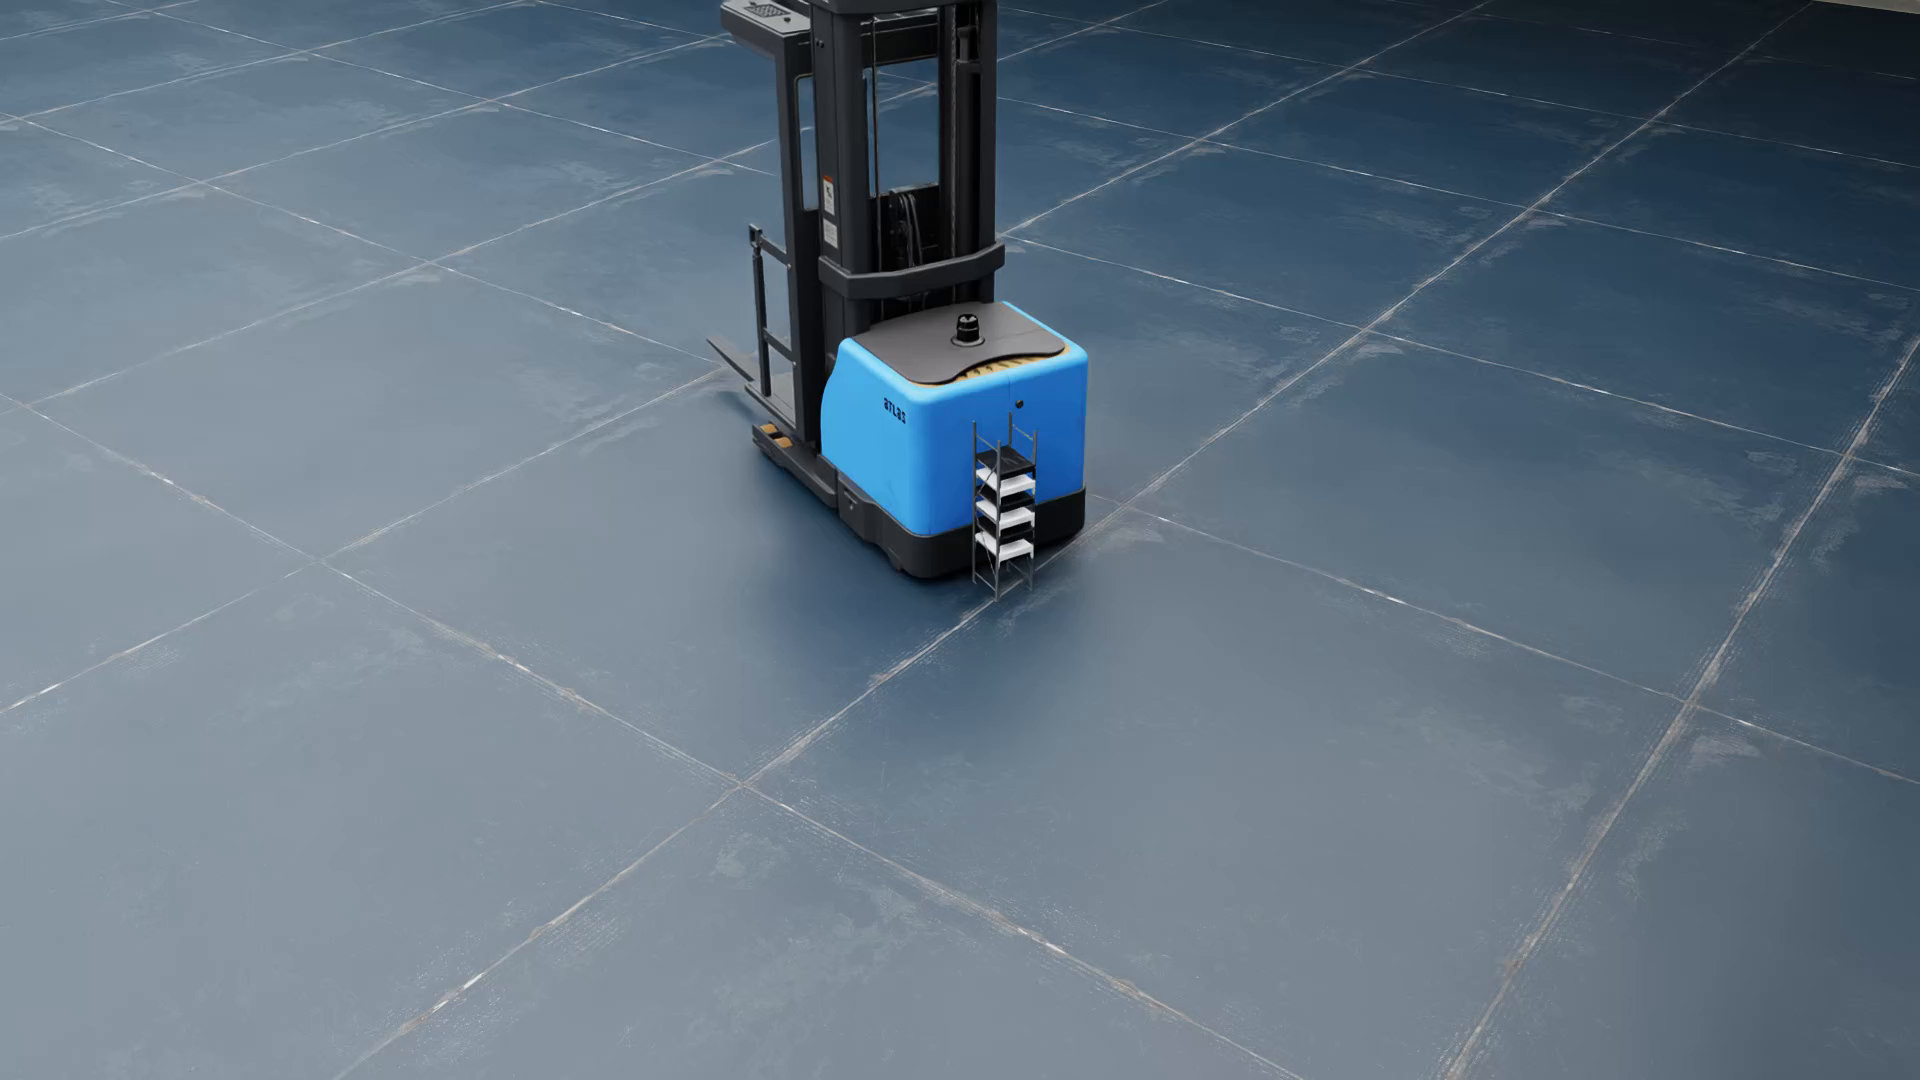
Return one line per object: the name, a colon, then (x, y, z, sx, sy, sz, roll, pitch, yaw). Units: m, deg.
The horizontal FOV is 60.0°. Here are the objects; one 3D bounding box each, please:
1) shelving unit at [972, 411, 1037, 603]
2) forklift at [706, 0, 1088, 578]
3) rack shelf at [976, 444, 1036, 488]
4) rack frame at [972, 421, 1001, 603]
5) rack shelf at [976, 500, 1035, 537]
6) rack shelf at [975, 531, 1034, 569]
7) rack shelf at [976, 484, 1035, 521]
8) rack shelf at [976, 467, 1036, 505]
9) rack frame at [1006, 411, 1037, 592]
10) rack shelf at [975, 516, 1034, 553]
shelving unit: (0.213, -0.155, 8.128, 0.210, 0.900, 0.258, -17, 35, -26)
forklift: (-0.537, -1.788, 8.892, 1.130, 2.935, 3.031, -17, 35, -26)
rack shelf: (0.213, -0.358, 8.006, 0.200, 0.077, 0.258, -17, 35, -26)
rack frame: (0.125, -0.128, 8.083, 0.006, 0.900, 0.240, -17, 35, -26)
rack shelf: (0.213, -0.126, 8.145, 0.200, 0.077, 0.258, -17, 35, -26)
rack shelf: (0.212, 0.028, 8.237, 0.200, 0.077, 0.258, -17, 35, -26)
rack shelf: (0.213, -0.204, 8.099, 0.200, 0.077, 0.258, -17, 35, -26)
rack shelf: (0.213, -0.281, 8.053, 0.200, 0.077, 0.258, -17, 35, -26)
rack frame: (0.300, -0.182, 8.173, 0.006, 0.900, 0.240, -17, 35, -26)
rack shelf: (0.212, -0.049, 8.191, 0.200, 0.077, 0.258, -17, 35, -26)
